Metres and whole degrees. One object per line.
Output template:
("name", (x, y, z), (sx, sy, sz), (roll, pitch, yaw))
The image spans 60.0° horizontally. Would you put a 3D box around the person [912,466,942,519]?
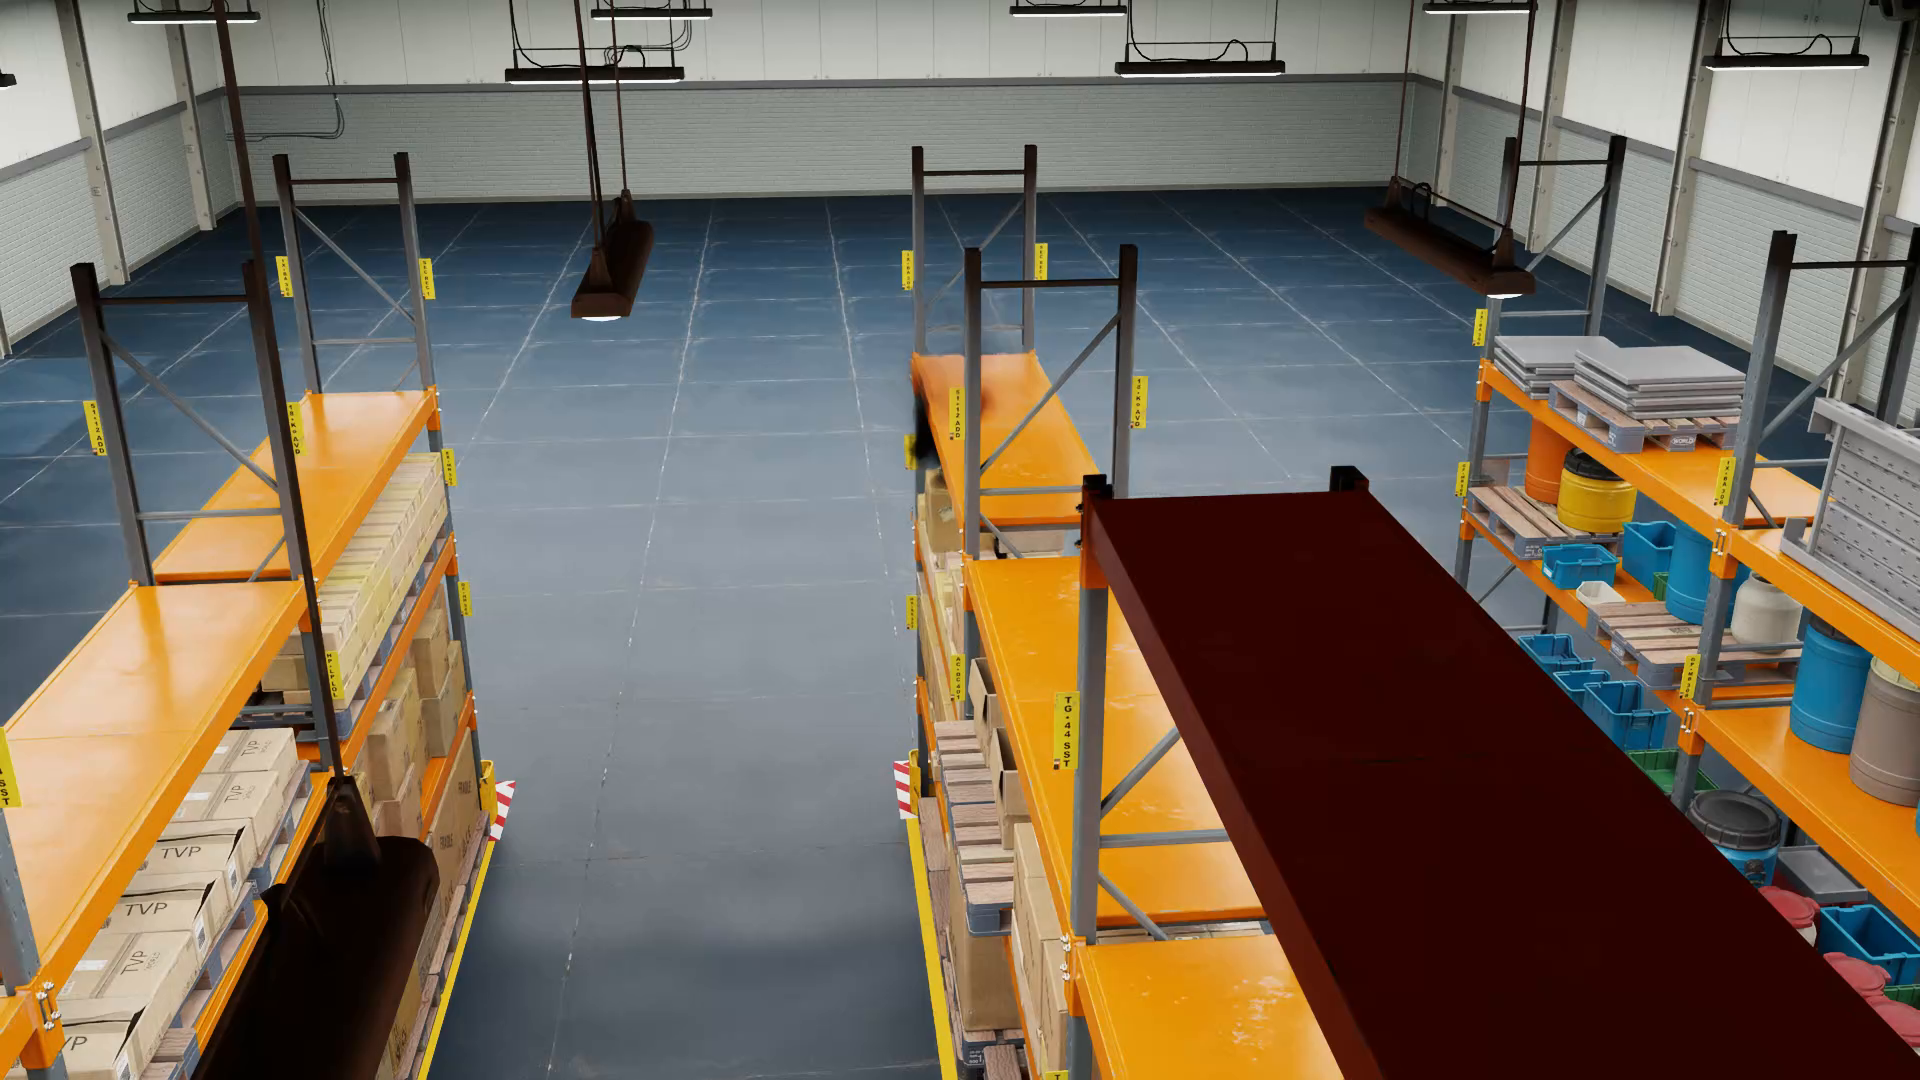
("person", (-0.194, -0.010, 19.325), (0.718, 1.800, 0.664), (11, 24, 25))
